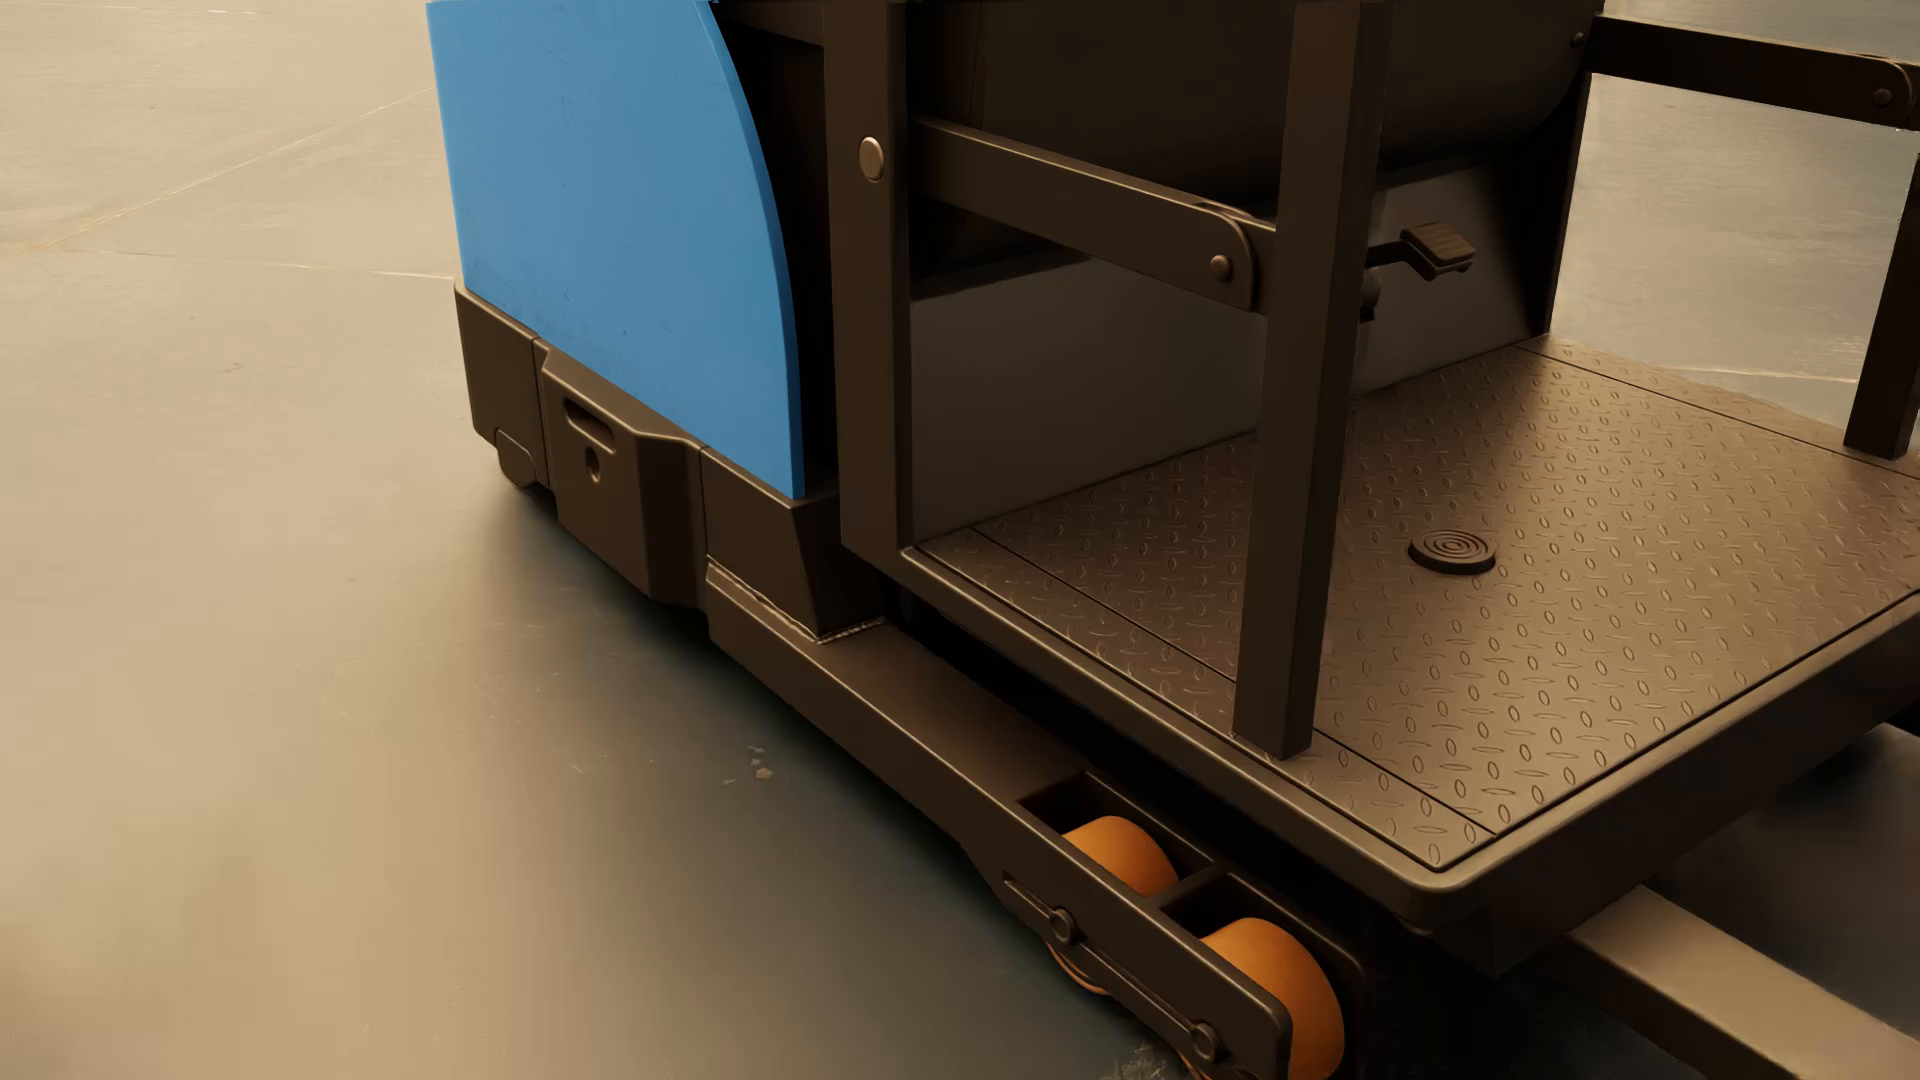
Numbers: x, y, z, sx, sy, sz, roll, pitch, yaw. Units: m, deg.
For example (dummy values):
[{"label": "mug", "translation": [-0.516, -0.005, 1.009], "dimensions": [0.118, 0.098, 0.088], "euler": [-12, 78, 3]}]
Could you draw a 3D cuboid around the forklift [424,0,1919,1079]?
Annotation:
[{"label": "forklift", "translation": [0.491, -1.050, 1.328], "dimensions": [1.130, 2.935, 3.031], "euler": [-19, 32, -32]}]
